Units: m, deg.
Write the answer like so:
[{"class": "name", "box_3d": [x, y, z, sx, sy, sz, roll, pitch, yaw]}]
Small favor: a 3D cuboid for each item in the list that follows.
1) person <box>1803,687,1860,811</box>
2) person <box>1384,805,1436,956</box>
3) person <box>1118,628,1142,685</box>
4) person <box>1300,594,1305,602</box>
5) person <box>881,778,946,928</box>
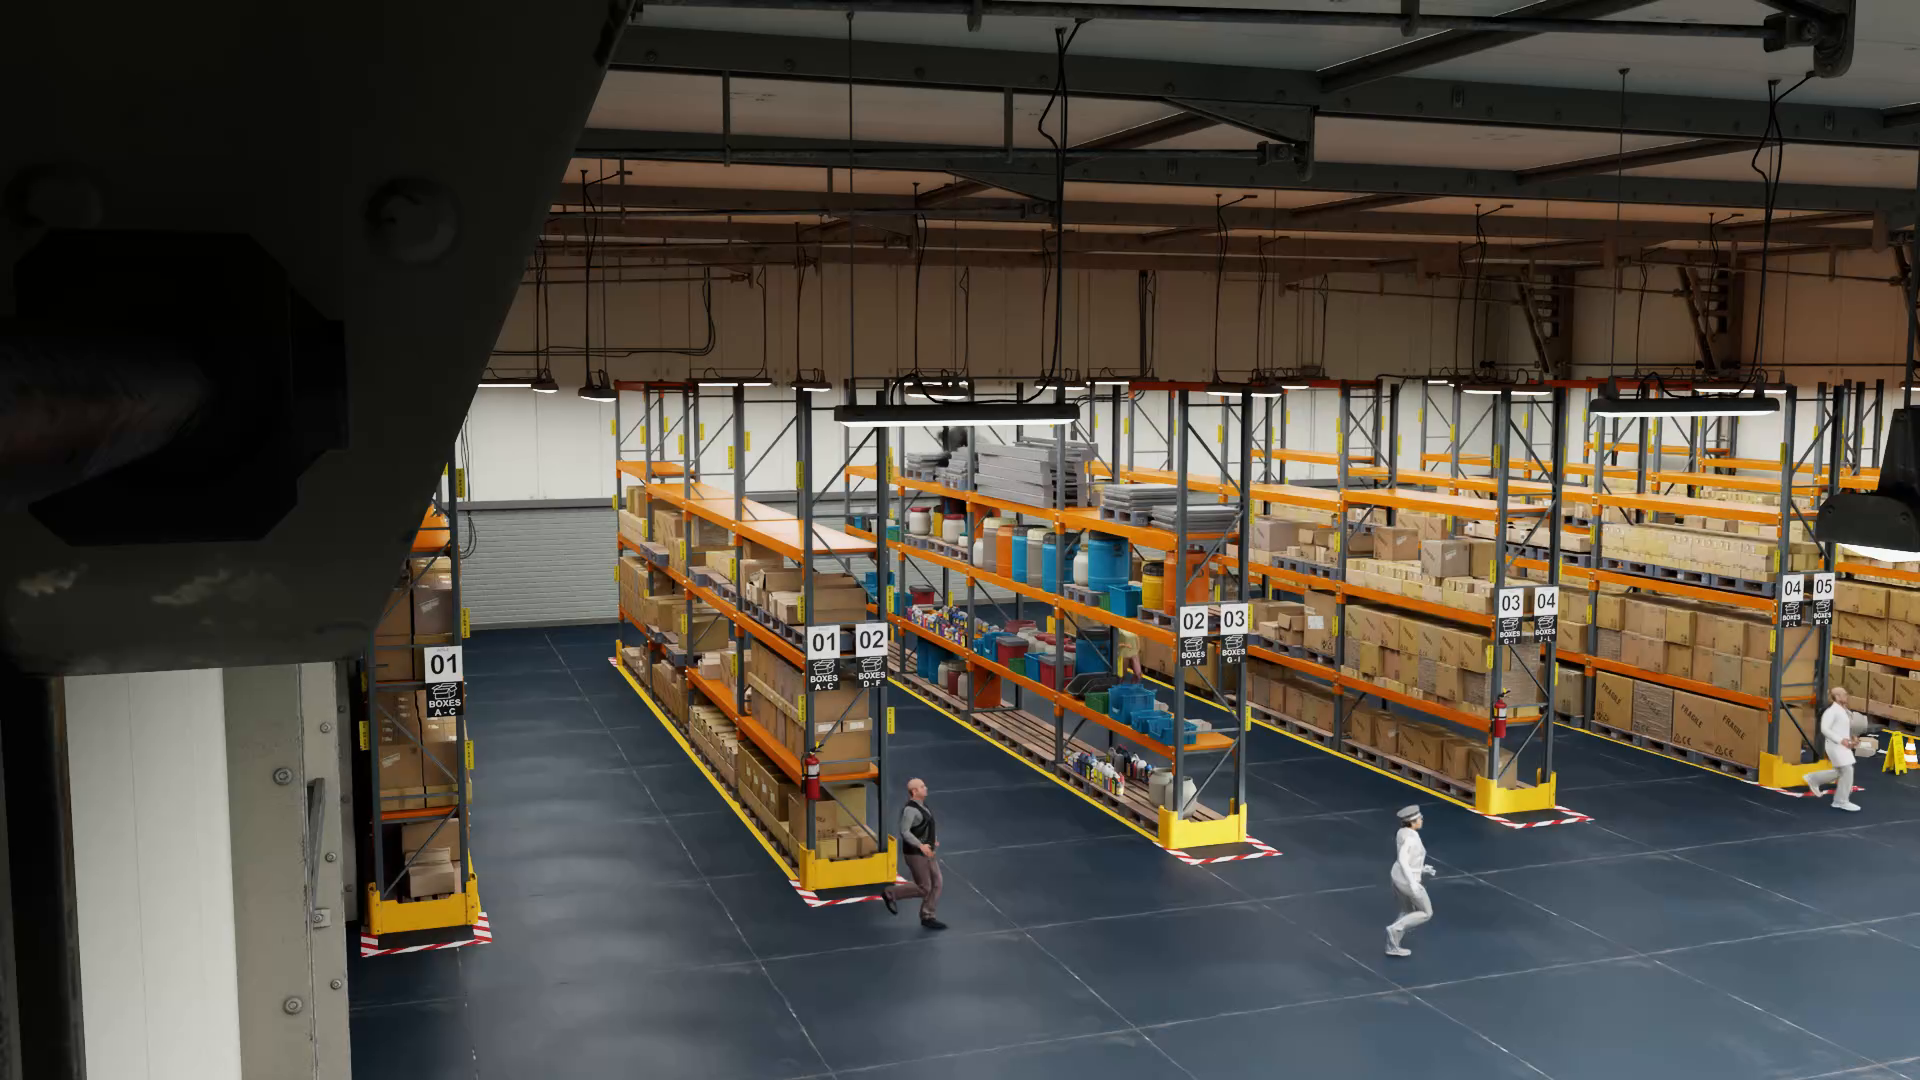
[{"class": "person", "box_3d": [12.458, 2.953, 23.728, 0.788, 1.743, 0.733, 5, 8, 41]}, {"class": "person", "box_3d": [4.829, 3.640, 17.773, 0.576, 1.643, 0.600, 0, 6, -2]}, {"class": "person", "box_3d": [3.002, 2.114, 29.689, 0.581, 1.733, 0.680, -2, 6, -21]}, {"class": "person", "box_3d": [8.906, 1.011, 42.071, 0.727, 1.791, 0.675, -3, 7, -23]}, {"class": "person", "box_3d": [-0.503, 3.525, 18.775, 0.741, 1.694, 0.677, 1, 6, 13]}]
